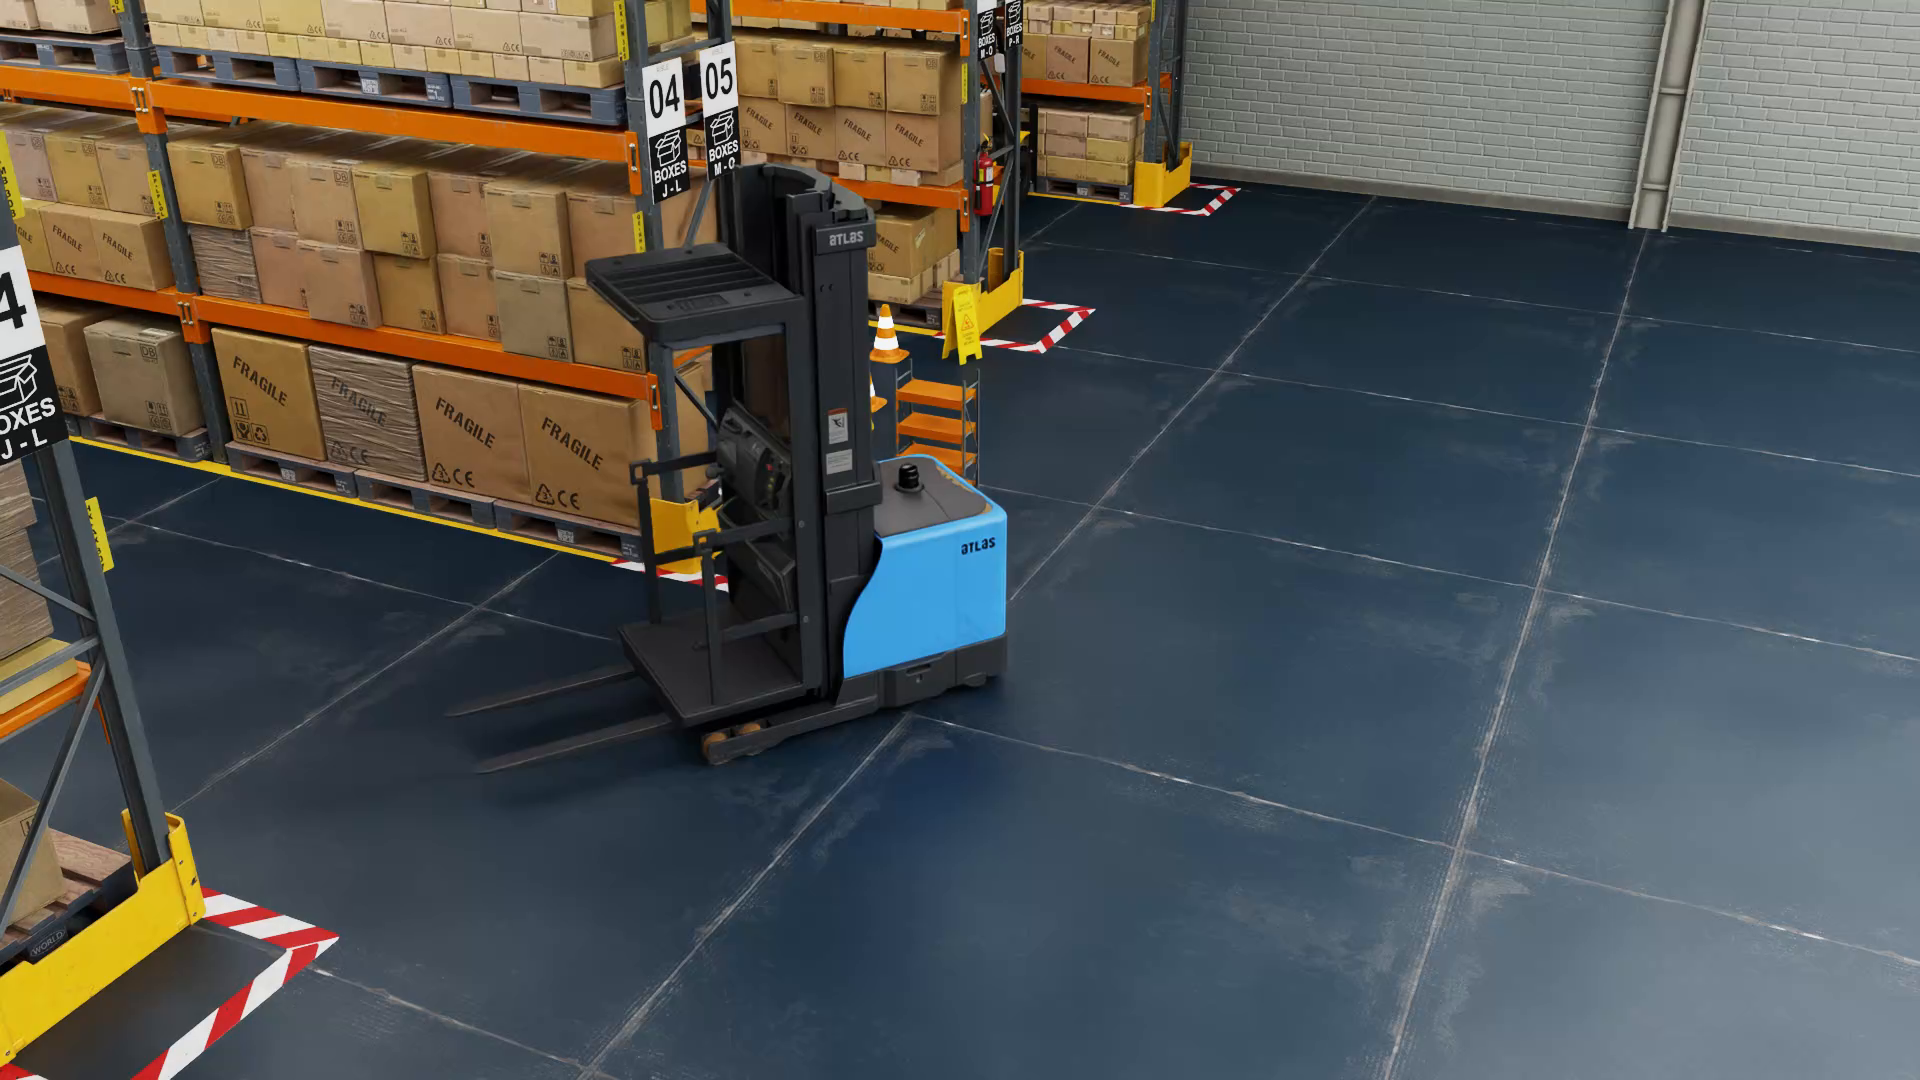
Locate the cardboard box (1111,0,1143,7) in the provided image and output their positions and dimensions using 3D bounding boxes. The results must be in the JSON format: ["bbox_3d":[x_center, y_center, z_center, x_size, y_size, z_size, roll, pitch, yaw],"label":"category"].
[{"bbox_3d":[1.905,-6.078,19.015,0.250,0.149,0.380,12,29,24],"label":"cardboard box"}]

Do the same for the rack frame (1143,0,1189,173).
[{"bbox_3d":[2.339,-5.388,18.797,0.127,3.000,1.000,11,28,22],"label":"rack frame"}]

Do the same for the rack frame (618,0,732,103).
[{"bbox_3d":[-1.670,-4.074,9.337,0.127,3.000,1.000,11,28,22],"label":"rack frame"}]

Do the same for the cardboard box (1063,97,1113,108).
[{"bbox_3d":[1.523,-5.045,19.607,0.500,0.250,0.500,11,28,22],"label":"cardboard box"}]

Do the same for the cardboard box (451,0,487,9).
[{"bbox_3d":[-2.813,-3.271,9.896,0.250,0.149,0.380,12,29,23],"label":"cardboard box"}]

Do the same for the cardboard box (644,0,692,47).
[{"bbox_3d":[-2.003,-3.219,10.241,0.500,0.250,0.500,11,28,22],"label":"cardboard box"}]

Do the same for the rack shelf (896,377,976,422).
[{"bbox_3d":[-0.151,-0.921,10.873,0.480,0.148,0.258,11,28,22],"label":"rack shelf"}]

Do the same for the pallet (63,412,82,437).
[{"bbox_3d":[-7.159,-1.196,13.440,1.213,0.211,1.003,11,28,22],"label":"pallet"}]

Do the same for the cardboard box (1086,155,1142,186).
[{"bbox_3d":[1.780,-4.301,19.228,0.500,0.250,0.500,12,28,22],"label":"cardboard box"}]

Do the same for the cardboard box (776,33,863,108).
[{"bbox_3d":[-1.232,-4.171,14.744,0.500,0.500,0.700,11,28,21],"label":"cardboard box"}]

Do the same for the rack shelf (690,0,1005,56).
[{"bbox_3d":[-1.533,-4.780,14.981,4.000,0.370,1.077,11,28,22],"label":"rack shelf"}]

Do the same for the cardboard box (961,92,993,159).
[{"bbox_3d":[-0.029,-3.768,15.057,0.500,0.500,0.500,11,28,21],"label":"cardboard box"}]

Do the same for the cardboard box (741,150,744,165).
[{"bbox_3d":[-2.039,-3.586,15.421,0.250,0.149,0.380,12,28,22],"label":"cardboard box"}]

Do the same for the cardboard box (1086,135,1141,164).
[{"bbox_3d":[1.766,-4.530,19.127,0.500,0.250,0.500,11,28,21],"label":"cardboard box"}]

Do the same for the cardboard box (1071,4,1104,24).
[{"bbox_3d":[1.439,-5.907,18.668,0.250,0.149,0.380,12,29,23],"label":"cardboard box"}]

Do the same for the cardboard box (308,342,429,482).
[{"bbox_3d":[-3.945,-1.043,11.902,0.875,0.875,0.875,12,28,22],"label":"cardboard box"}]

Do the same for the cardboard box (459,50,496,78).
[{"bbox_3d":[-2.806,-2.913,10.070,0.250,0.149,0.380,12,29,22],"label":"cardboard box"}]

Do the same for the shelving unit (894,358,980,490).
[{"bbox_3d":[-0.151,-0.569,11.046,0.503,1.200,0.258,11,28,22],"label":"shelving unit"}]

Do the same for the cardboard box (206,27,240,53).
[{"bbox_3d":[-4.657,-3.284,10.824,0.250,0.149,0.380,11,28,22],"label":"cardboard box"}]

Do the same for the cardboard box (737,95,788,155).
[{"bbox_3d":[-1.682,-3.845,15.213,0.500,0.500,0.500,12,29,22],"label":"cardboard box"}]

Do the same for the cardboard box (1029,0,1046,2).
[{"bbox_3d":[0.983,-6.285,19.436,0.250,0.149,0.380,11,28,21],"label":"cardboard box"}]

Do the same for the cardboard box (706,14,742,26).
[{"bbox_3d":[-2.790,-6.450,20.559,0.500,0.250,0.500,12,29,23],"label":"cardboard box"}]

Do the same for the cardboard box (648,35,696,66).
[{"bbox_3d":[-1.849,-3.040,10.329,0.250,0.149,0.380,12,28,22],"label":"cardboard box"}]

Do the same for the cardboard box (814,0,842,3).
[{"bbox_3d":[-1.070,-4.771,14.434,0.250,0.149,0.380,11,28,21],"label":"cardboard box"}]

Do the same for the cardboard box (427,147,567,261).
[{"bbox_3d":[-2.984,-2.238,11.008,0.550,0.550,0.875,11,28,22],"label":"cardboard box"}]

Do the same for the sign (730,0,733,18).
[{"bbox_3d":[-1.434,-3.378,10.240,0.005,0.325,0.100,11,28,22],"label":"sign"}]

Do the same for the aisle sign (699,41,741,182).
[{"bbox_3d":[-1.481,-2.656,10.307,0.004,0.787,0.394,11,28,22],"label":"aisle sign"}]

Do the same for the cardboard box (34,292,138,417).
[{"bbox_3d":[-6.790,-1.548,13.070,0.750,0.750,1.050,11,28,22],"label":"cardboard box"}]

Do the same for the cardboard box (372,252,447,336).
[{"bbox_3d":[-3.493,-1.824,11.390,0.500,0.550,0.875,11,28,22],"label":"cardboard box"}]

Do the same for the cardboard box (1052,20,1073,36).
[{"bbox_3d":[1.230,-5.831,18.850,0.250,0.149,0.380,11,28,21],"label":"cardboard box"}]

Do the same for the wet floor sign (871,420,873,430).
[{"bbox_3d":[-0.824,-1.117,12.788,0.232,0.644,0.267,6,27,13],"label":"wet floor sign"}]

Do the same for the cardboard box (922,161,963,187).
[{"bbox_3d":[-0.142,-3.261,14.762,0.250,0.149,0.380,12,29,24],"label":"cardboard box"}]

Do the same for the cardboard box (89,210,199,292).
[{"bbox_3d":[-5.897,-2.147,12.101,0.500,0.500,0.500,11,28,21],"label":"cardboard box"}]

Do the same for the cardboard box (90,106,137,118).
[{"bbox_3d":[-9.213,-4.577,19.081,0.875,0.875,0.875,12,29,23],"label":"cardboard box"}]

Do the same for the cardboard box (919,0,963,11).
[{"bbox_3d":[-0.153,-4.577,14.039,0.250,0.149,0.380,11,28,22],"label":"cardboard box"}]

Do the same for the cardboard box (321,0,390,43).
[{"bbox_3d":[-3.601,-3.281,10.367,0.500,0.250,0.500,12,29,22],"label":"cardboard box"}]

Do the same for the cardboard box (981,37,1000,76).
[{"bbox_3d":[0.385,-5.697,19.312,0.500,0.500,0.500,12,28,22],"label":"cardboard box"}]

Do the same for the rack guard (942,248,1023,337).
[{"bbox_3d":[0.218,-2.284,15.323,0.348,0.500,1.175,11,28,22],"label":"rack guard"}]

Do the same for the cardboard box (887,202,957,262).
[{"bbox_3d":[-0.354,-2.945,15.625,0.500,0.500,0.500,10,28,20],"label":"cardboard box"}]

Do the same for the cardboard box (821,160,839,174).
[{"bbox_3d":[-1.064,-3.456,15.159,0.250,0.149,0.380,12,29,23],"label":"cardboard box"}]

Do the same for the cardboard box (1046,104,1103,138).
[{"bbox_3d":[1.323,-4.841,19.192,0.500,0.250,0.500,12,29,23],"label":"cardboard box"}]

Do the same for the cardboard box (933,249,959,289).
[{"bbox_3d":[-0.332,-2.605,15.782,0.500,0.250,0.500,11,28,21],"label":"cardboard box"}]

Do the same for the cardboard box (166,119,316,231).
[{"bbox_3d":[-4.989,-2.584,11.711,0.550,0.550,0.875,11,28,22],"label":"cardboard box"}]

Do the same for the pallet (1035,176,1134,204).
[{"bbox_3d":[1.625,-4.260,19.663,1.213,0.211,1.003,11,28,22],"label":"pallet"}]

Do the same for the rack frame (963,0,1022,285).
[{"bbox_3d":[0.287,-3.391,14.742,0.127,3.000,1.000,11,28,22],"label":"rack frame"}]

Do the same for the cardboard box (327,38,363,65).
[{"bbox_3d":[-3.735,-3.099,10.448,0.250,0.149,0.380,12,29,22],"label":"cardboard box"}]

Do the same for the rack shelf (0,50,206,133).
[{"bbox_3d":[-7.131,-3.502,12.387,4.000,0.370,1.077,11,28,22],"label":"rack shelf"}]

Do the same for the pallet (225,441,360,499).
[{"bbox_3d":[-4.651,-0.692,12.417,1.213,0.211,1.003,11,28,22],"label":"pallet"}]

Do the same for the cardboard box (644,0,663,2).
[{"bbox_3d":[-1.842,-3.395,10.148,0.250,0.149,0.380,12,29,22],"label":"cardboard box"}]

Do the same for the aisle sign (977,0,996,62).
[{"bbox_3d":[0.224,-4.430,13.908,0.004,0.787,0.394,11,28,22],"label":"aisle sign"}]

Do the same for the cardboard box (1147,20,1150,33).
[{"bbox_3d":[2.137,-5.890,18.970,0.250,0.149,0.380,11,28,21],"label":"cardboard box"}]

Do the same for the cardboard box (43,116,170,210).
[{"bbox_3d":[-6.234,-2.789,12.274,0.500,0.500,0.700,11,28,21],"label":"cardboard box"}]

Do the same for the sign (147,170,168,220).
[{"bbox_3d":[-5.527,-2.378,11.462,0.005,0.325,0.100,11,28,22],"label":"sign"}]

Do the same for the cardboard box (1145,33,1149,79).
[{"bbox_3d":[2.003,-5.635,19.186,0.500,0.500,0.500,12,29,23],"label":"cardboard box"}]

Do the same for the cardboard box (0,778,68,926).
[{"bbox_3d":[-4.376,1.406,7.354,0.500,0.500,0.500,17,31,31],"label":"cardboard box"}]

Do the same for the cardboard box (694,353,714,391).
[{"bbox_3d":[-2.359,-1.575,13.878,0.637,0.503,0.797,-7,27,-14],"label":"cardboard box"}]

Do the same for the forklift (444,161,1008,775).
[{"bbox_3d":[-1.271,-0.388,8.719,3.031,2.935,1.130,-13,29,-25],"label":"forklift"}]
